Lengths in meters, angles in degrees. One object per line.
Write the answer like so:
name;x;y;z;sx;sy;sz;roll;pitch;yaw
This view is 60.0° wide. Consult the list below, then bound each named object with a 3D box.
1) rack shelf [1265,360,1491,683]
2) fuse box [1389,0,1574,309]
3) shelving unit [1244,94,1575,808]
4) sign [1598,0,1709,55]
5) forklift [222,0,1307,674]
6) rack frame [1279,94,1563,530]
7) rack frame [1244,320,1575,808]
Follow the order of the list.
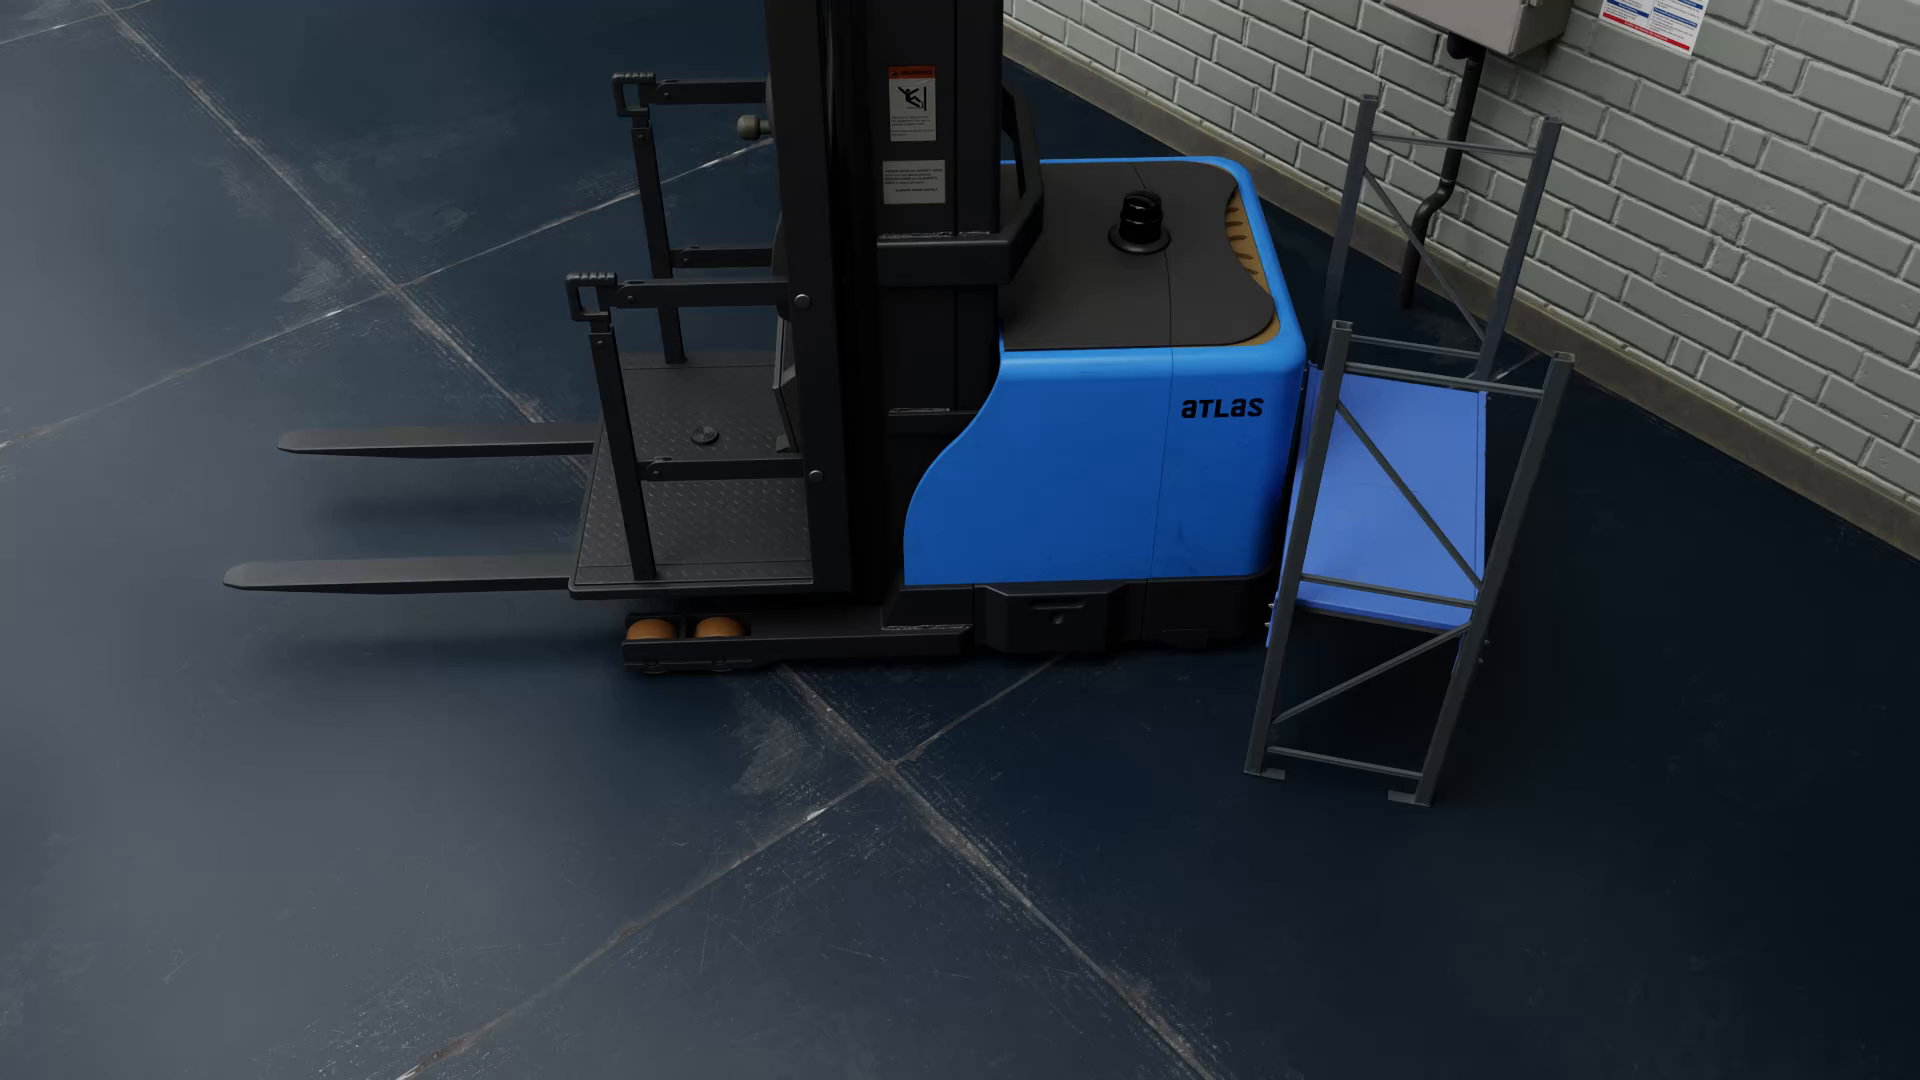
rack shelf;1.147;-0.082;4.501;0.538;0.185;1.000;10;44;9
fuse box;1.642;-1.472;5.568;0.414;1.711;0.539;-30;51;-28
shelving unit;1.149;-0.213;4.377;0.538;1.500;1.048;10;44;9
sign;2.117;-1.739;4.980;0.001;0.494;0.329;-30;51;-28
forklift;-0.629;-1.051;4.228;3.031;2.935;1.130;-2;43;-2
rack frame;1.266;-0.551;4.738;0.500;1.500;0.032;10;44;9
rack frame;1.031;0.126;4.017;0.500;1.500;0.032;10;44;9
